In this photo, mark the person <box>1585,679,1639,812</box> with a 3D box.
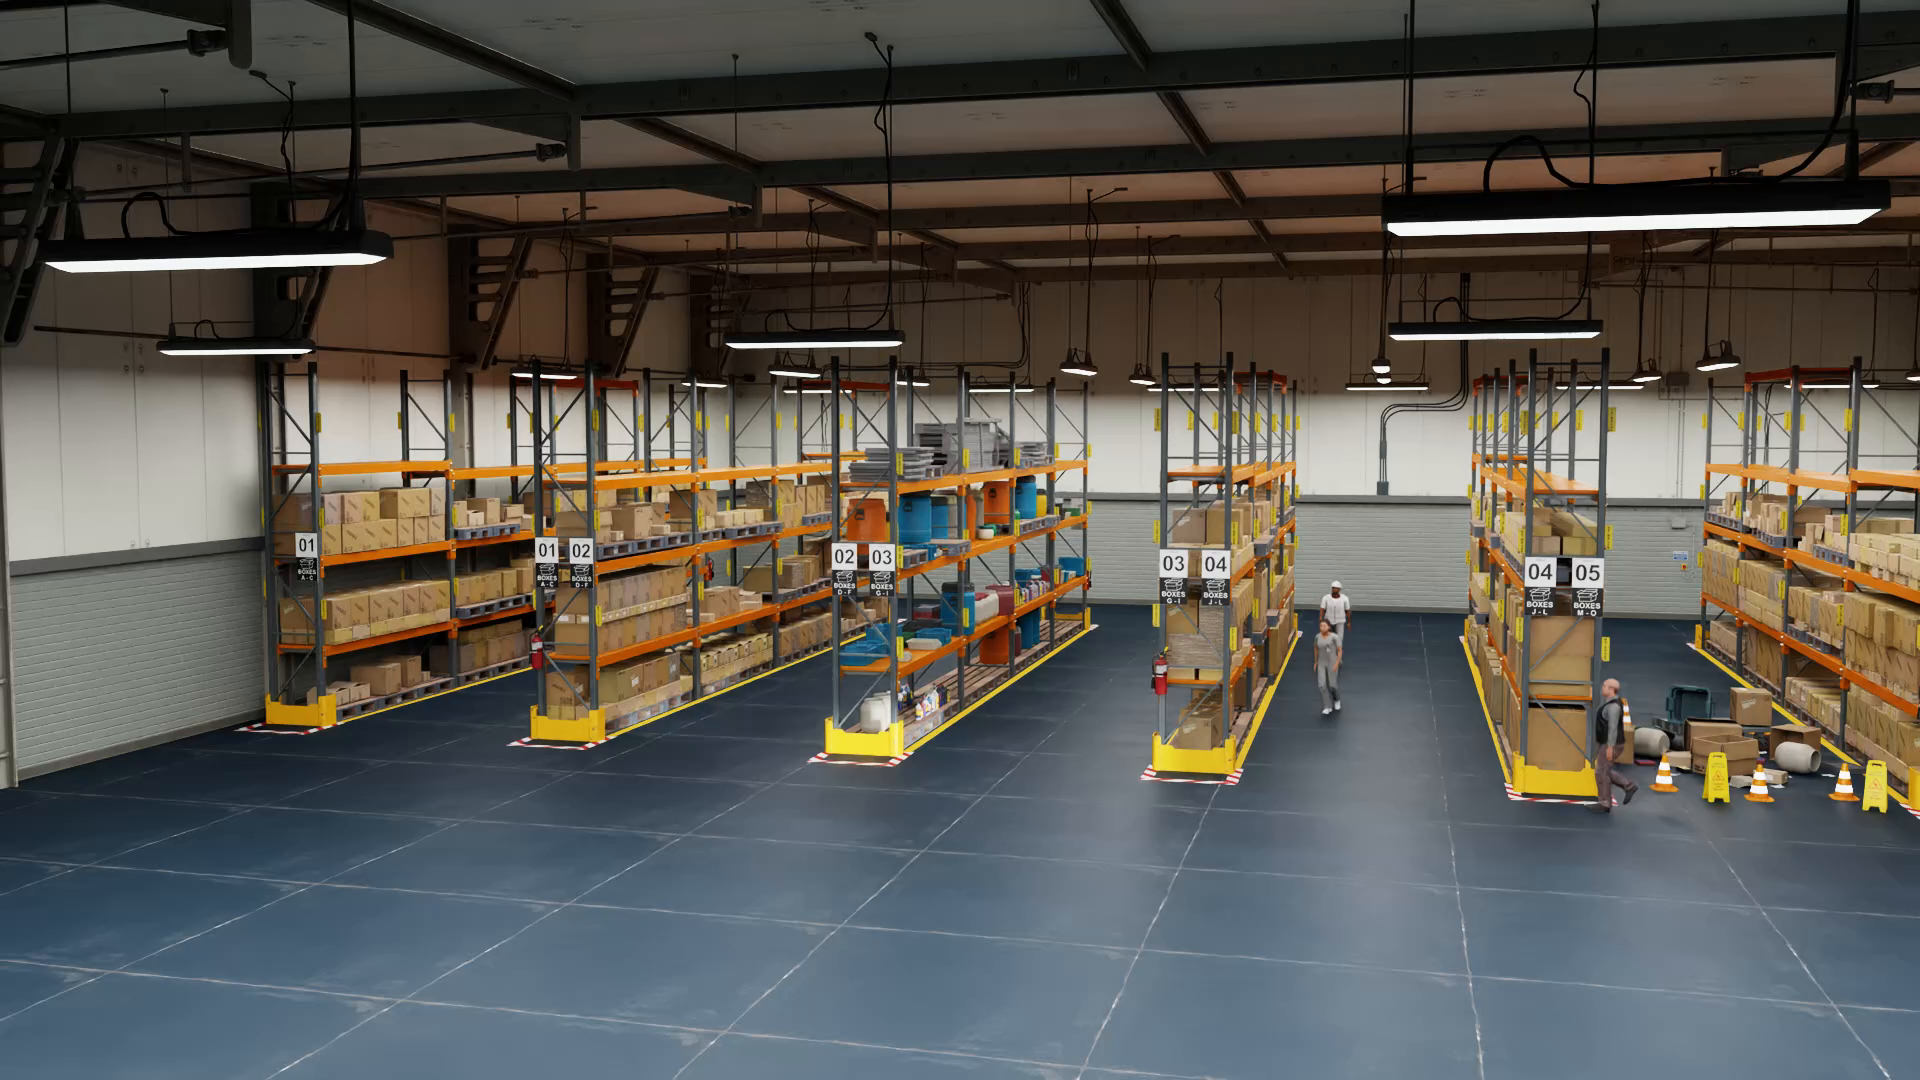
[{"bbox_3d":[8.377,2.633,21.341,0.633,1.711,0.542,1,4,13],"label":"person"}]

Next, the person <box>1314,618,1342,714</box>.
[{"bbox_3d":[6.399,2.161,28.789,0.503,1.652,0.600,2,5,31],"label":"person"}]

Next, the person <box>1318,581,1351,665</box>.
[{"bbox_3d":[7.800,1.708,34.582,0.677,1.714,1.093,1,4,11],"label":"person"}]
